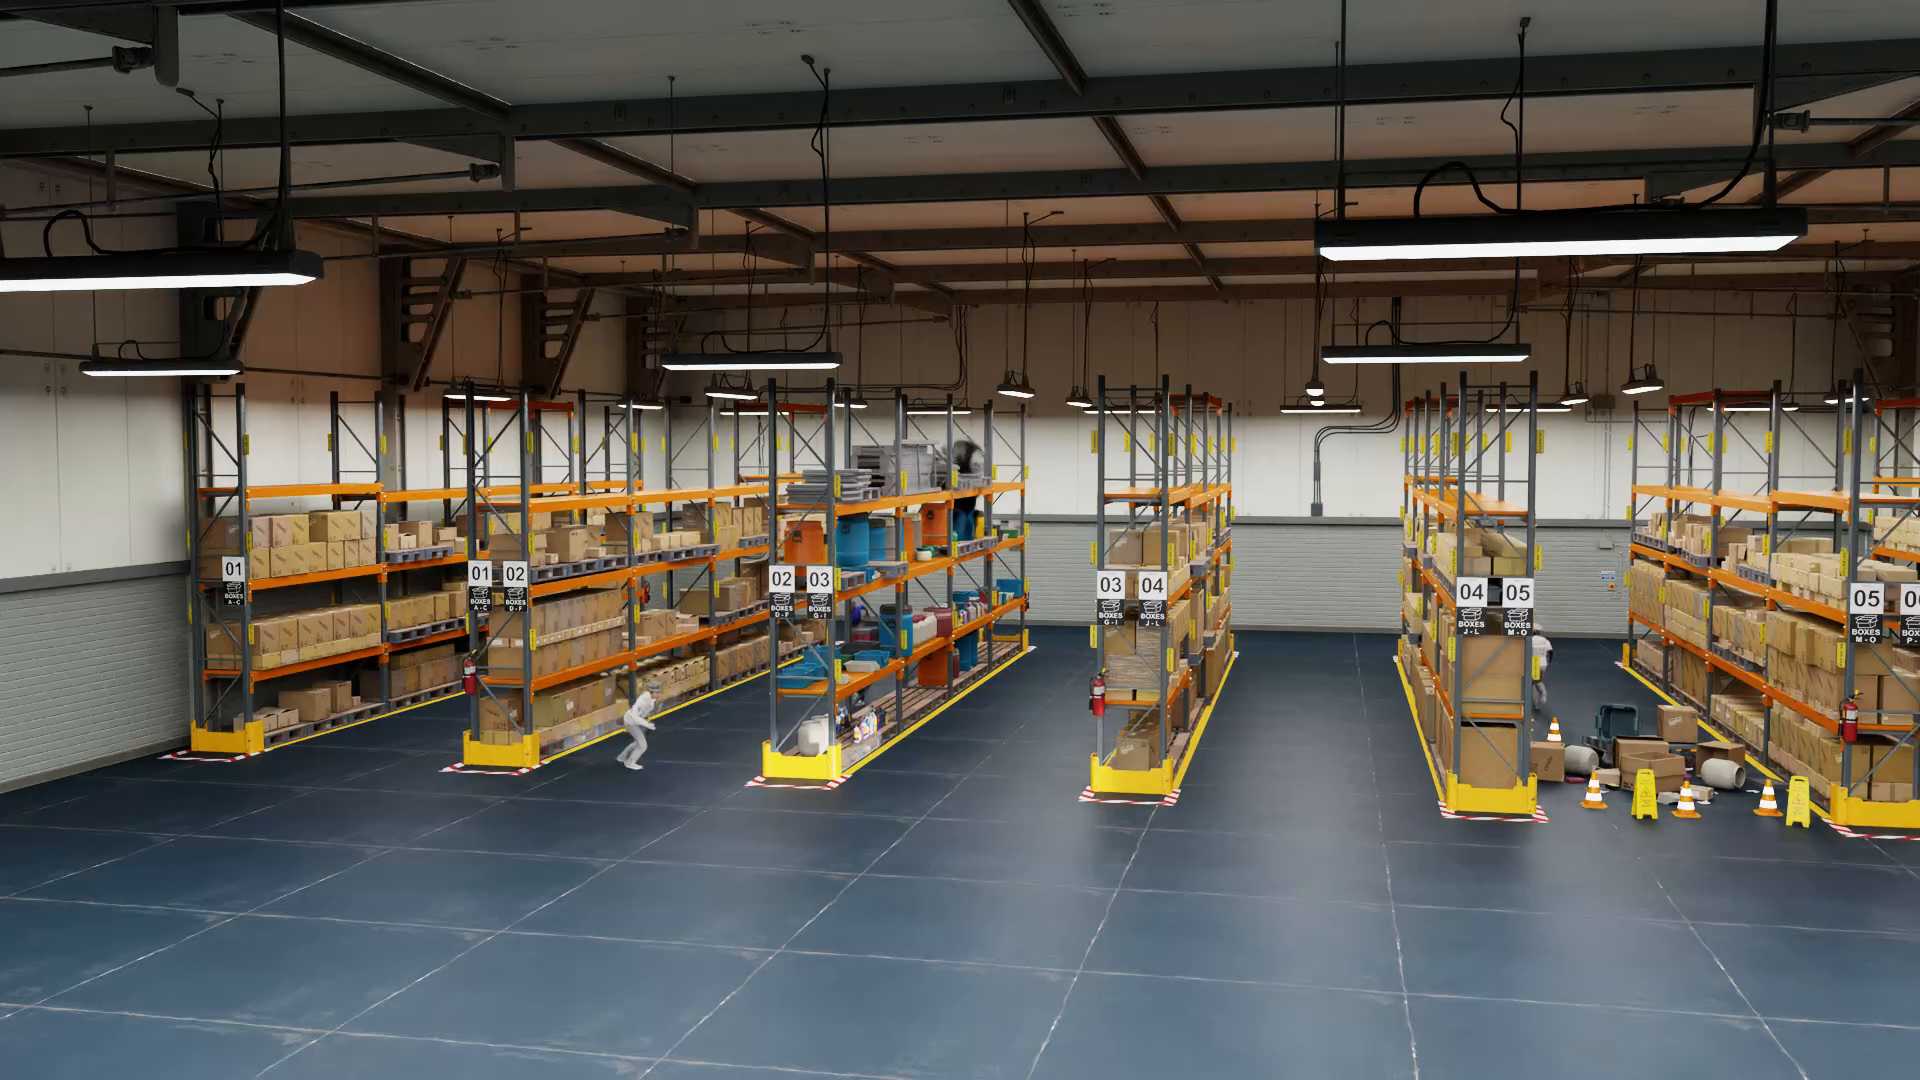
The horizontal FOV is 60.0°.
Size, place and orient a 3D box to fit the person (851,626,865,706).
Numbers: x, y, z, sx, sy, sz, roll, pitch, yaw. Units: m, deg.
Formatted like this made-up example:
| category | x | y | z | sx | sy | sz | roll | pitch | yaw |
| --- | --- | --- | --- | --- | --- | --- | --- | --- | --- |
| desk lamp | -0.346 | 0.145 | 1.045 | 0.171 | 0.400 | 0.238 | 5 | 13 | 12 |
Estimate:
| category | x | y | z | sx | sy | sz | roll | pitch | yaw |
| --- | --- | --- | --- | --- | --- | --- | --- | --- | --- |
| person | -1.961 | 2.424 | 31.747 | 0.533 | 1.542 | 0.538 | 3 | 4 | 39 |

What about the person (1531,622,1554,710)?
| category | x | y | z | sx | sy | sz | roll | pitch | yaw |
| --- | --- | --- | --- | --- | --- | --- | --- | --- | --- |
| person | 10.928 | 2.395 | 31.493 | 0.572 | 1.650 | 0.580 | 0 | 3 | 8 |

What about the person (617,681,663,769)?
| category | x | y | z | sx | sy | sz | roll | pitch | yaw |
| --- | --- | --- | --- | --- | --- | --- | --- | --- | --- |
| person | -4.934 | 2.853 | 25.563 | 0.888 | 1.397 | 0.623 | 1 | 3 | 13 |

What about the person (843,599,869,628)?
| category | x | y | z | sx | sy | sz | roll | pitch | yaw |
| --- | --- | --- | --- | --- | --- | --- | --- | --- | --- |
| person | -2.413 | 2.004 | 38.528 | 0.587 | 1.296 | 0.964 | 0 | 3 | -3 |
